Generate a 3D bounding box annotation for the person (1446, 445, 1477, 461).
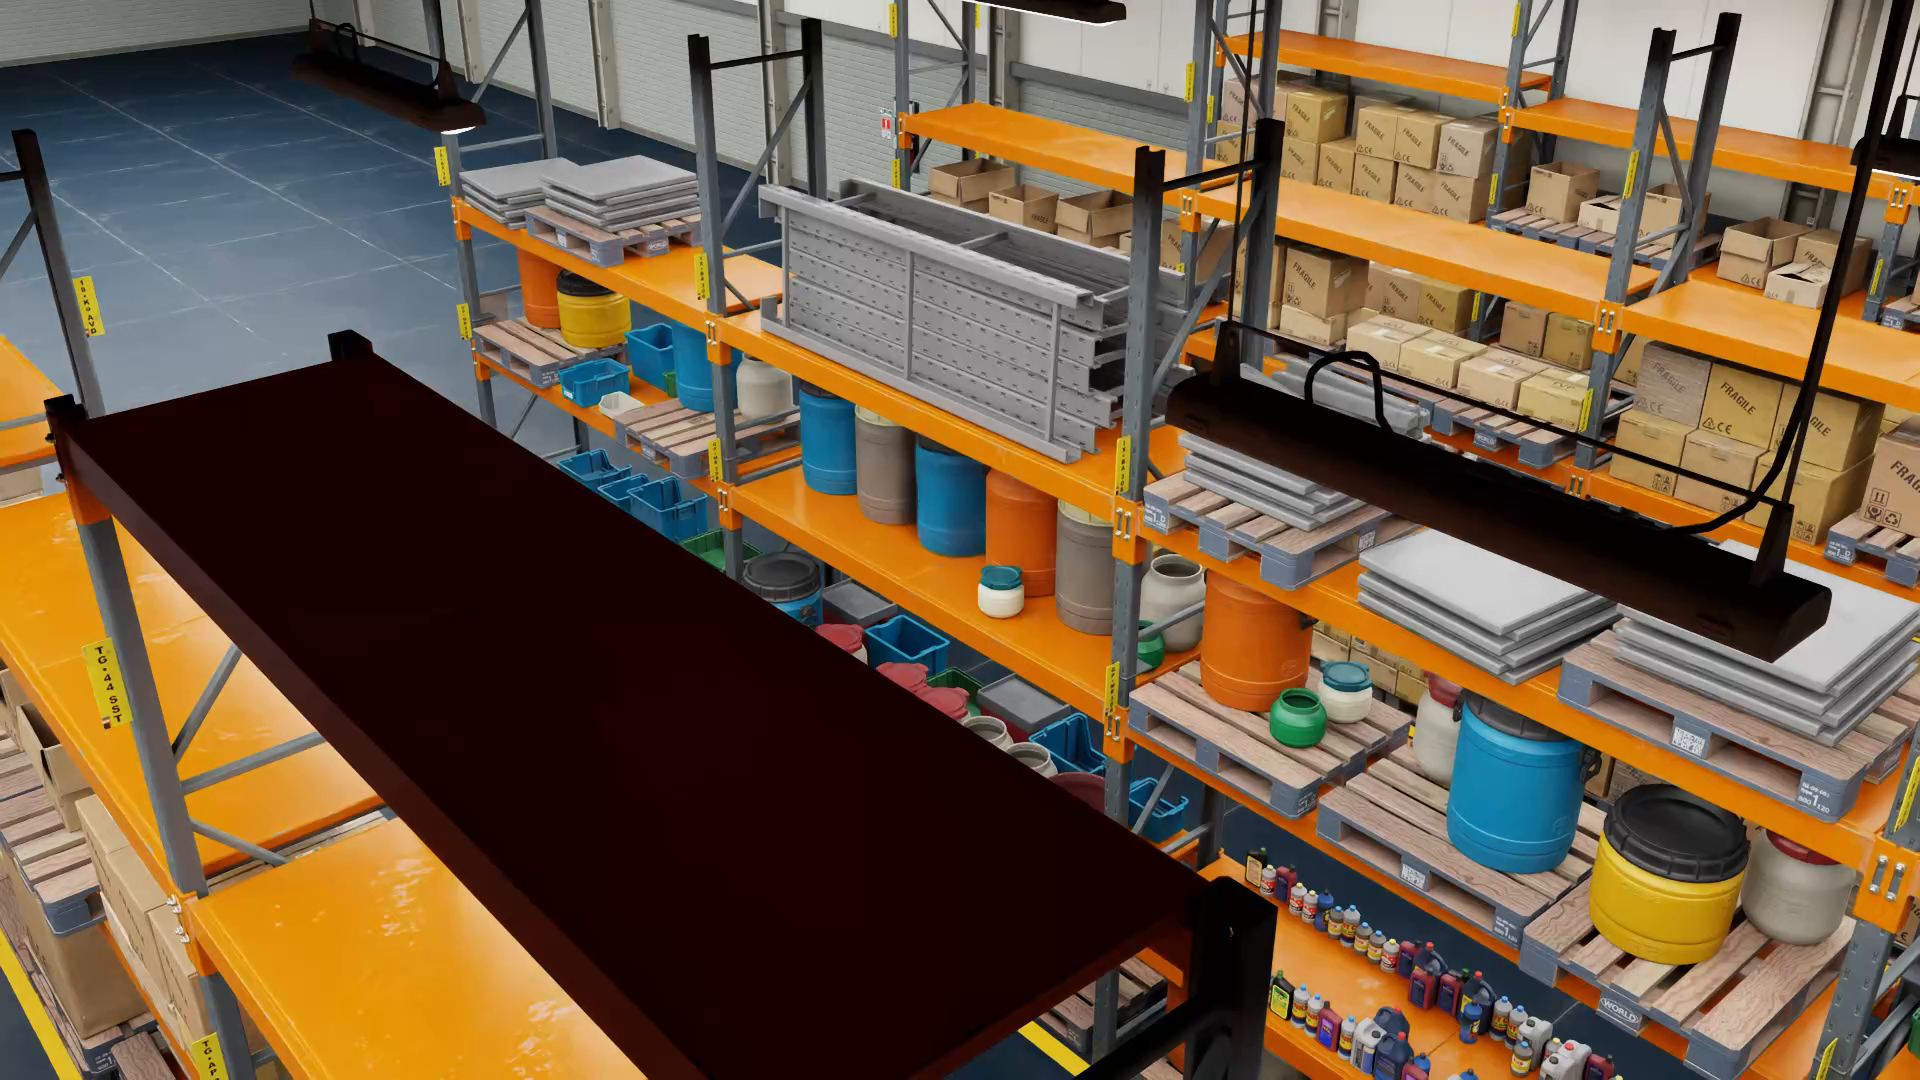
[{"bbox_3d":[5.014,-0.798,17.224,0.728,1.767,0.591,12,29,22],"label":"person"}]
